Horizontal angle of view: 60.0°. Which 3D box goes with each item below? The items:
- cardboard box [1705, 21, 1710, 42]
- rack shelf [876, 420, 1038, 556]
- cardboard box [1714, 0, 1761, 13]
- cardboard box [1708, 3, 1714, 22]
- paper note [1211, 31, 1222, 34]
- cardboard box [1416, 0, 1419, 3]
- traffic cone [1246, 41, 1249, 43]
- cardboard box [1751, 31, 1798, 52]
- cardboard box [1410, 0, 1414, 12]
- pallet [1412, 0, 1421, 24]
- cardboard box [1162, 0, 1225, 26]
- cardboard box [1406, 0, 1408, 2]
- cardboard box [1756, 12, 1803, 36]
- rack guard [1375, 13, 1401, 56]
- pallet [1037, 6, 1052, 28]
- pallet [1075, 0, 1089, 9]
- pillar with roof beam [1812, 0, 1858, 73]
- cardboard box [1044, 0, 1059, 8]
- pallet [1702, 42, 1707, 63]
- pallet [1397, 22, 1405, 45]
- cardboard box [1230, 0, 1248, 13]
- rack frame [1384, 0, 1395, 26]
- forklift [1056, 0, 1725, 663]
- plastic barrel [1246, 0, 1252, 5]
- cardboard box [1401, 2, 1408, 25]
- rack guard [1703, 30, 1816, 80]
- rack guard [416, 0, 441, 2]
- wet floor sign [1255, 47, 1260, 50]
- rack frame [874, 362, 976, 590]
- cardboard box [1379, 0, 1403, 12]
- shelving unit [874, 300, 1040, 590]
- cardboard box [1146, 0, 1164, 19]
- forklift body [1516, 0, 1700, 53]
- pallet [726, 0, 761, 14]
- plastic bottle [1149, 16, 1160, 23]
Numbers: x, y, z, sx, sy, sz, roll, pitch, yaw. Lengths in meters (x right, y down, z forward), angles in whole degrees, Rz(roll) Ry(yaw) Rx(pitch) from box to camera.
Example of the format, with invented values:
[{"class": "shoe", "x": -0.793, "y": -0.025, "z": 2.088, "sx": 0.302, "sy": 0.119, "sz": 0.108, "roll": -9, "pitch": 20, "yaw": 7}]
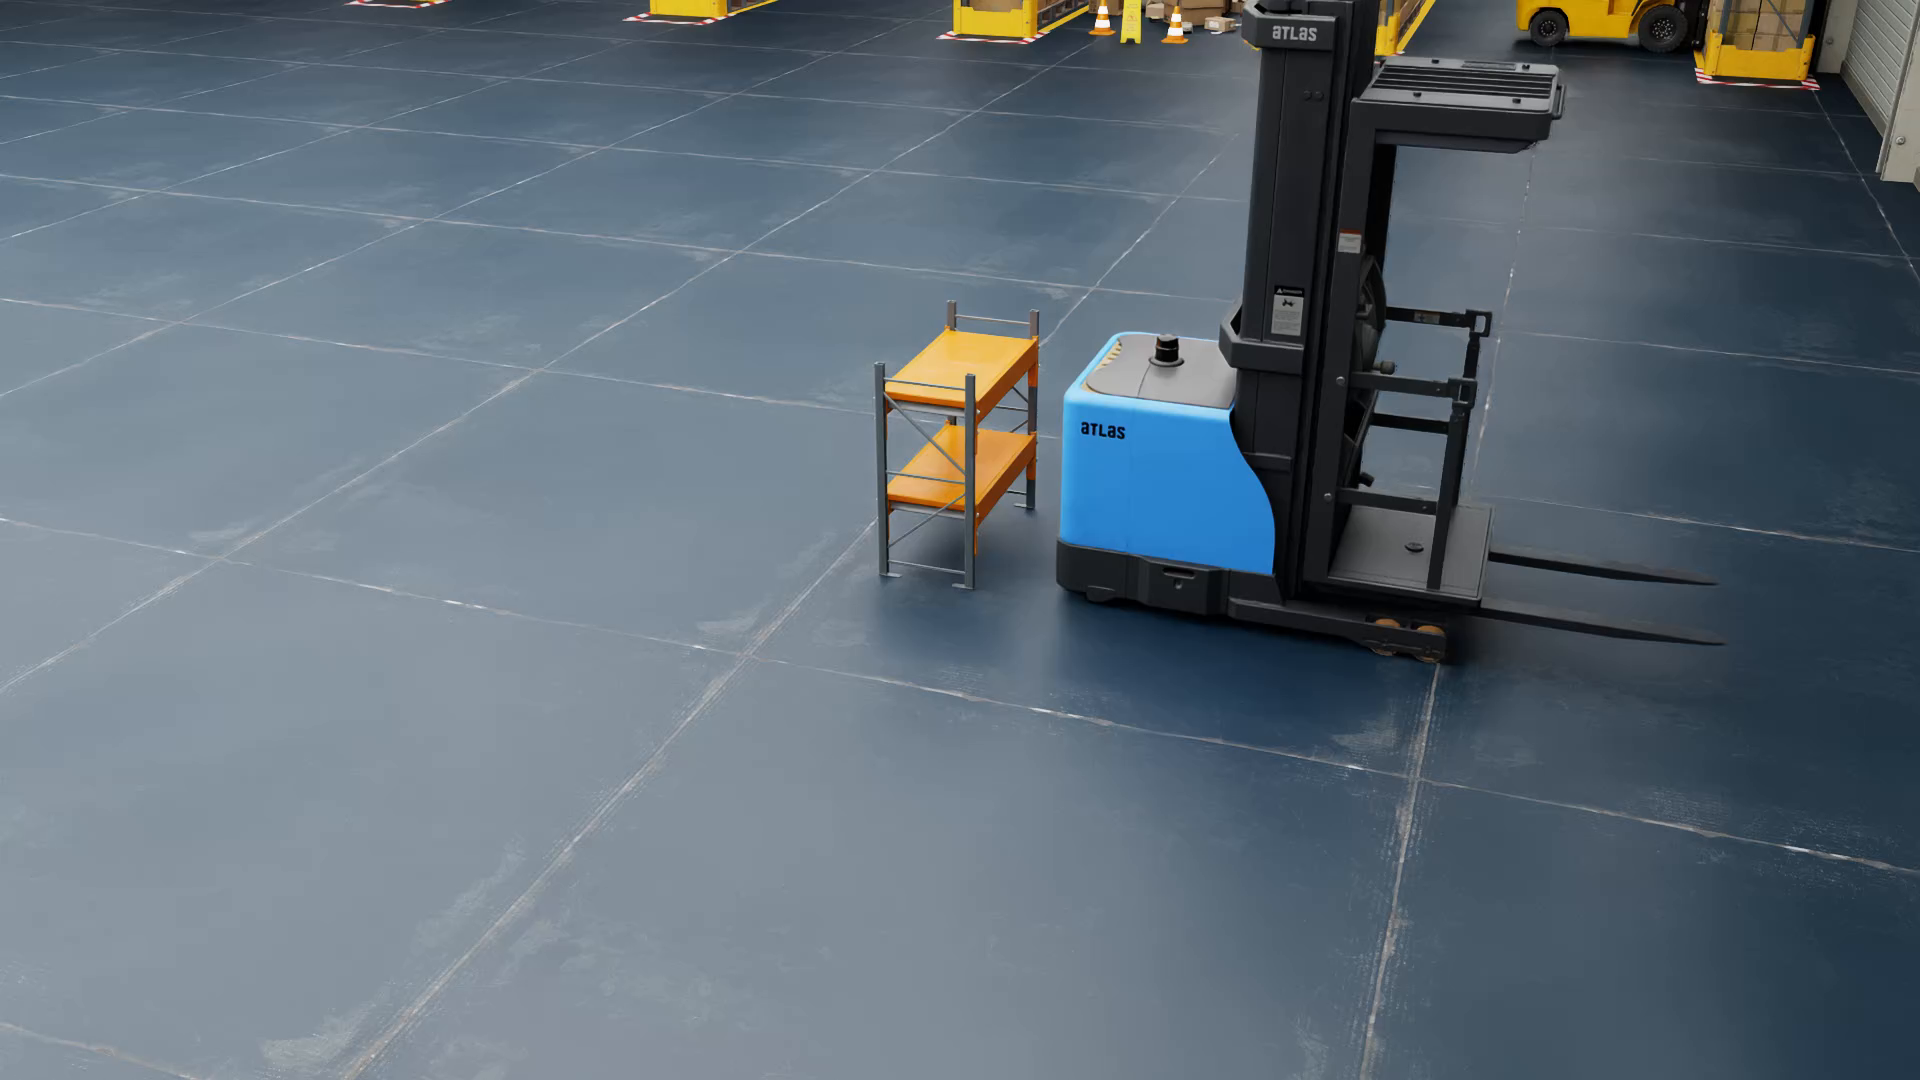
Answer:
[{"class": "cardboard box", "x": 9.922, "y": -6.535, "z": 21.479, "sx": 0.500, "sy": 0.250, "sz": 0.500, "roll": 9, "pitch": 27, "yaw": 17}, {"class": "rack shelf", "x": 0.002, "y": -0.289, "z": 8.617, "sx": 0.538, "sy": 0.278, "sz": 1.000, "roll": 9, "pitch": 27, "yaw": 17}, {"class": "cardboard box", "x": 9.748, "y": -6.778, "z": 20.833, "sx": 0.500, "sy": 0.250, "sz": 0.500, "roll": 10, "pitch": 27, "yaw": 19}, {"class": "cardboard box", "x": 9.933, "y": -6.768, "z": 21.386, "sx": 0.500, "sy": 0.250, "sz": 0.500, "roll": 8, "pitch": 27, "yaw": 17}, {"class": "paper note", "x": 3.645, "y": -7.201, "z": 23.588, "sx": 0.148, "sy": 0.019, "sz": 0.142, "roll": 0, "pitch": 26, "yaw": -1}, {"class": "cardboard box", "x": 6.595, "y": -8.173, "z": 24.862, "sx": 0.500, "sy": 0.250, "sz": 0.500, "roll": 10, "pitch": 28, "yaw": 20}, {"class": "traffic cone", "x": 4.134, "y": -7.082, "z": 22.846, "sx": 0.336, "sy": 0.463, "sz": 0.334, "roll": 9, "pitch": 27, "yaw": 17}, {"class": "cardboard box", "x": 10.237, "y": -6.267, "z": 20.924, "sx": 0.500, "sy": 0.250, "sz": 0.500, "roll": 9, "pitch": 27, "yaw": 18}, {"class": "cardboard box", "x": 6.254, "y": -7.745, "z": 23.977, "sx": 0.500, "sy": 0.250, "sz": 0.500, "roll": 9, "pitch": 27, "yaw": 18}, {"class": "pallet", "x": 6.348, "y": -7.968, "z": 24.964, "sx": 1.003, "sy": 0.211, "sz": 1.213, "roll": 9, "pitch": 27, "yaw": 17}, {"class": "cardboard box", "x": 3.404, "y": -7.826, "z": 24.335, "sx": 0.797, "sy": 0.503, "sz": 0.637, "roll": -9, "pitch": 27, "yaw": -18}, {"class": "cardboard box", "x": 6.088, "y": -7.871, "z": 23.377, "sx": 0.500, "sy": 0.500, "sz": 0.500, "roll": 9, "pitch": 27, "yaw": 18}, {"class": "cardboard box", "x": 10.242, "y": -6.481, "z": 20.794, "sx": 0.500, "sy": 0.250, "sz": 0.500, "roll": 9, "pitch": 27, "yaw": 18}, {"class": "rack guard", "x": 5.232, "y": -6.766, "z": 22.151, "sx": 1.175, "sy": 0.500, "sz": 0.348, "roll": 9, "pitch": 27, "yaw": 17}, {"class": "pallet", "x": 0.698, "y": -7.621, "z": 24.249, "sx": 1.003, "sy": 0.211, "sz": 1.213, "roll": 9, "pitch": 27, "yaw": 17}, {"class": "pallet", "x": 1.510, "y": -8.624, "z": 26.320, "sx": 1.003, "sy": 0.211, "sz": 1.213, "roll": 9, "pitch": 27, "yaw": 17}, {"class": "pillar with roof beam", "x": 6.911, "y": -10.622, "z": 20.362, "sx": 9.100, "sy": 9.000, "sz": 0.400, "roll": 9, "pitch": 27, "yaw": 17}, {"class": "cardboard box", "x": 0.960, "y": -8.419, "z": 24.653, "sx": 0.875, "sy": 0.875, "sz": 0.875, "roll": 8, "pitch": 27, "yaw": 17}, {"class": "pallet", "x": 10.104, "y": -6.207, "z": 21.328, "sx": 1.003, "sy": 0.211, "sz": 1.213, "roll": 9, "pitch": 27, "yaw": 17}, {"class": "pallet", "x": 5.536, "y": -6.965, "z": 22.893, "sx": 1.003, "sy": 0.211, "sz": 1.213, "roll": 9, "pitch": 27, "yaw": 17}, {"class": "cardboard box", "x": 4.243, "y": -8.250, "z": 25.484, "sx": 0.258, "sy": 0.266, "sz": 0.396, "roll": -9, "pitch": 27, "yaw": -18}, {"class": "rack frame", "x": 5.207, "y": -7.860, "z": 21.542, "sx": 1.000, "sy": 3.000, "sz": 0.127, "roll": 9, "pitch": 27, "yaw": 17}, {"class": "forklift", "x": 2.044, "y": -1.021, "z": 7.495, "sx": 3.031, "sy": 2.935, "sz": 1.130, "roll": 9, "pitch": 27, "yaw": 18}, {"class": "plastic barrel", "x": 4.467, "y": -7.769, "z": 24.310, "sx": 0.421, "sy": 0.421, "sz": 0.512, "roll": -14, "pitch": 29, "yaw": -27}, {"class": "cardboard box", "x": 5.913, "y": -7.312, "z": 23.082, "sx": 0.500, "sy": 0.250, "sz": 0.500, "roll": 10, "pitch": 27, "yaw": 19}, {"class": "rack guard", "x": 9.881, "y": -6.007, "z": 20.583, "sx": 1.175, "sy": 0.500, "sz": 0.348, "roll": 9, "pitch": 27, "yaw": 17}, {"class": "rack guard", "x": -8.828, "y": -8.929, "z": 26.617, "sx": 1.175, "sy": 0.500, "sz": 0.348, "roll": 9, "pitch": 27, "yaw": 17}, {"class": "wet floor sign", "x": 4.135, "y": -6.878, "z": 22.214, "sx": 0.267, "sy": 0.644, "sz": 0.232, "roll": 20, "pitch": 32, "yaw": 35}, {"class": "rack frame", "x": -0.167, "y": -0.300, "z": 8.079, "sx": 0.500, "sy": 1.125, "sz": 0.032, "roll": 9, "pitch": 27, "yaw": 17}, {"class": "cardboard box", "x": 5.744, "y": -7.450, "z": 22.508, "sx": 0.500, "sy": 0.500, "sz": 0.500, "roll": 8, "pitch": 27, "yaw": 16}, {"class": "shelving unit", "x": 0.002, "y": -0.509, "z": 8.511, "sx": 0.538, "sy": 1.125, "sz": 1.048, "roll": 9, "pitch": 27, "yaw": 17}, {"class": "cardboard box", "x": 3.002, "y": -7.976, "z": 24.919, "sx": 0.396, "sy": 0.266, "sz": 0.258, "roll": 14, "pitch": 29, "yaw": 26}, {"class": "forklift body", "x": 8.800, "y": -7.804, "z": 22.399, "sx": 2.313, "sy": 2.155, "sz": 1.214, "roll": 9, "pitch": 27, "yaw": 17}, {"class": "pallet", "x": -3.809, "y": -8.402, "z": 25.861, "sx": 1.003, "sy": 0.211, "sz": 1.213, "roll": 9, "pitch": 27, "yaw": 17}, {"class": "plastic bottle", "x": 2.872, "y": -7.698, "z": 24.578, "sx": 0.133, "sy": 0.061, "sz": 0.283, "roll": 0, "pitch": 26, "yaw": -1}]
